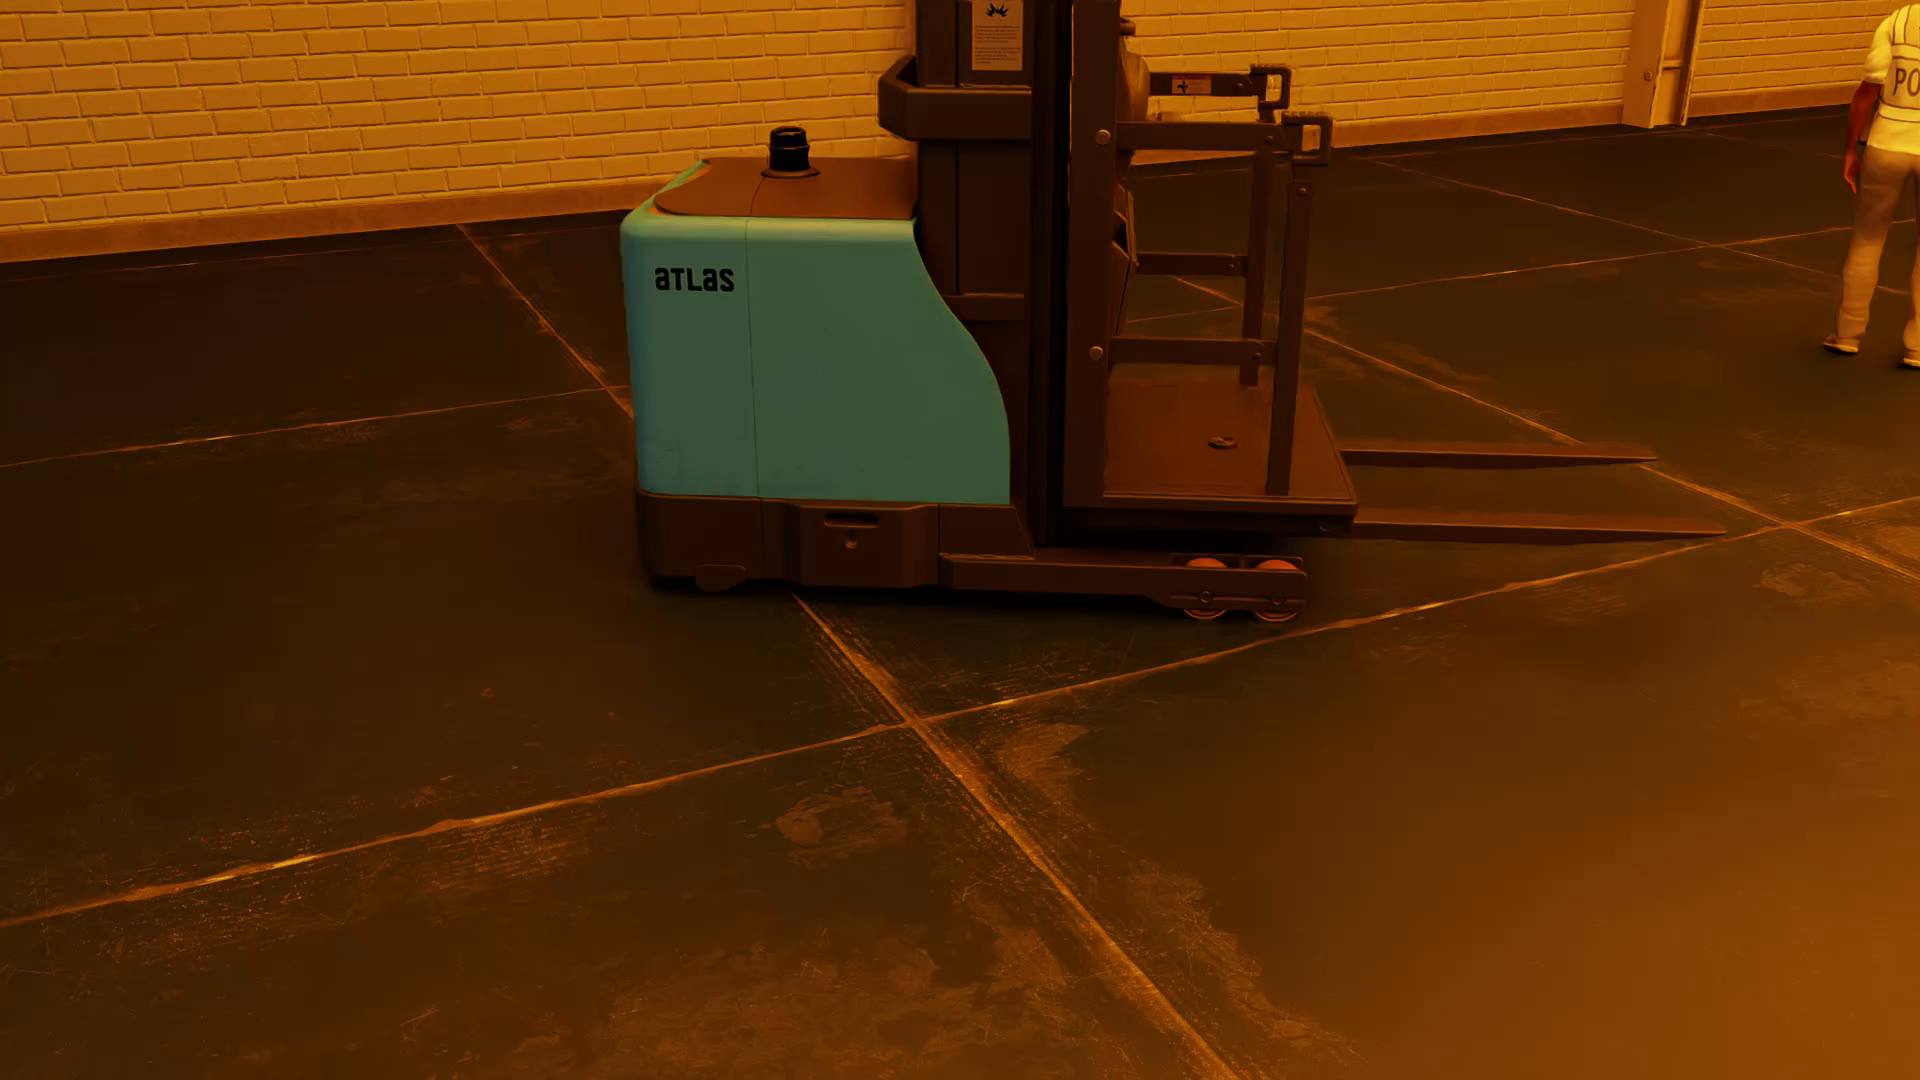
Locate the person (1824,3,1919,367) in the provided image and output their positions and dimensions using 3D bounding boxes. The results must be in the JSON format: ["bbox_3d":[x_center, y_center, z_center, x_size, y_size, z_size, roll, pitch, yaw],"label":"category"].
[{"bbox_3d":[3.815,-1.529,6.628,0.532,1.707,0.460,13,26,29],"label":"person"}]

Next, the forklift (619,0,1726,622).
[{"bbox_3d":[0.627,-1.342,4.516,3.031,2.935,1.130,2,23,4],"label":"forklift"}]
